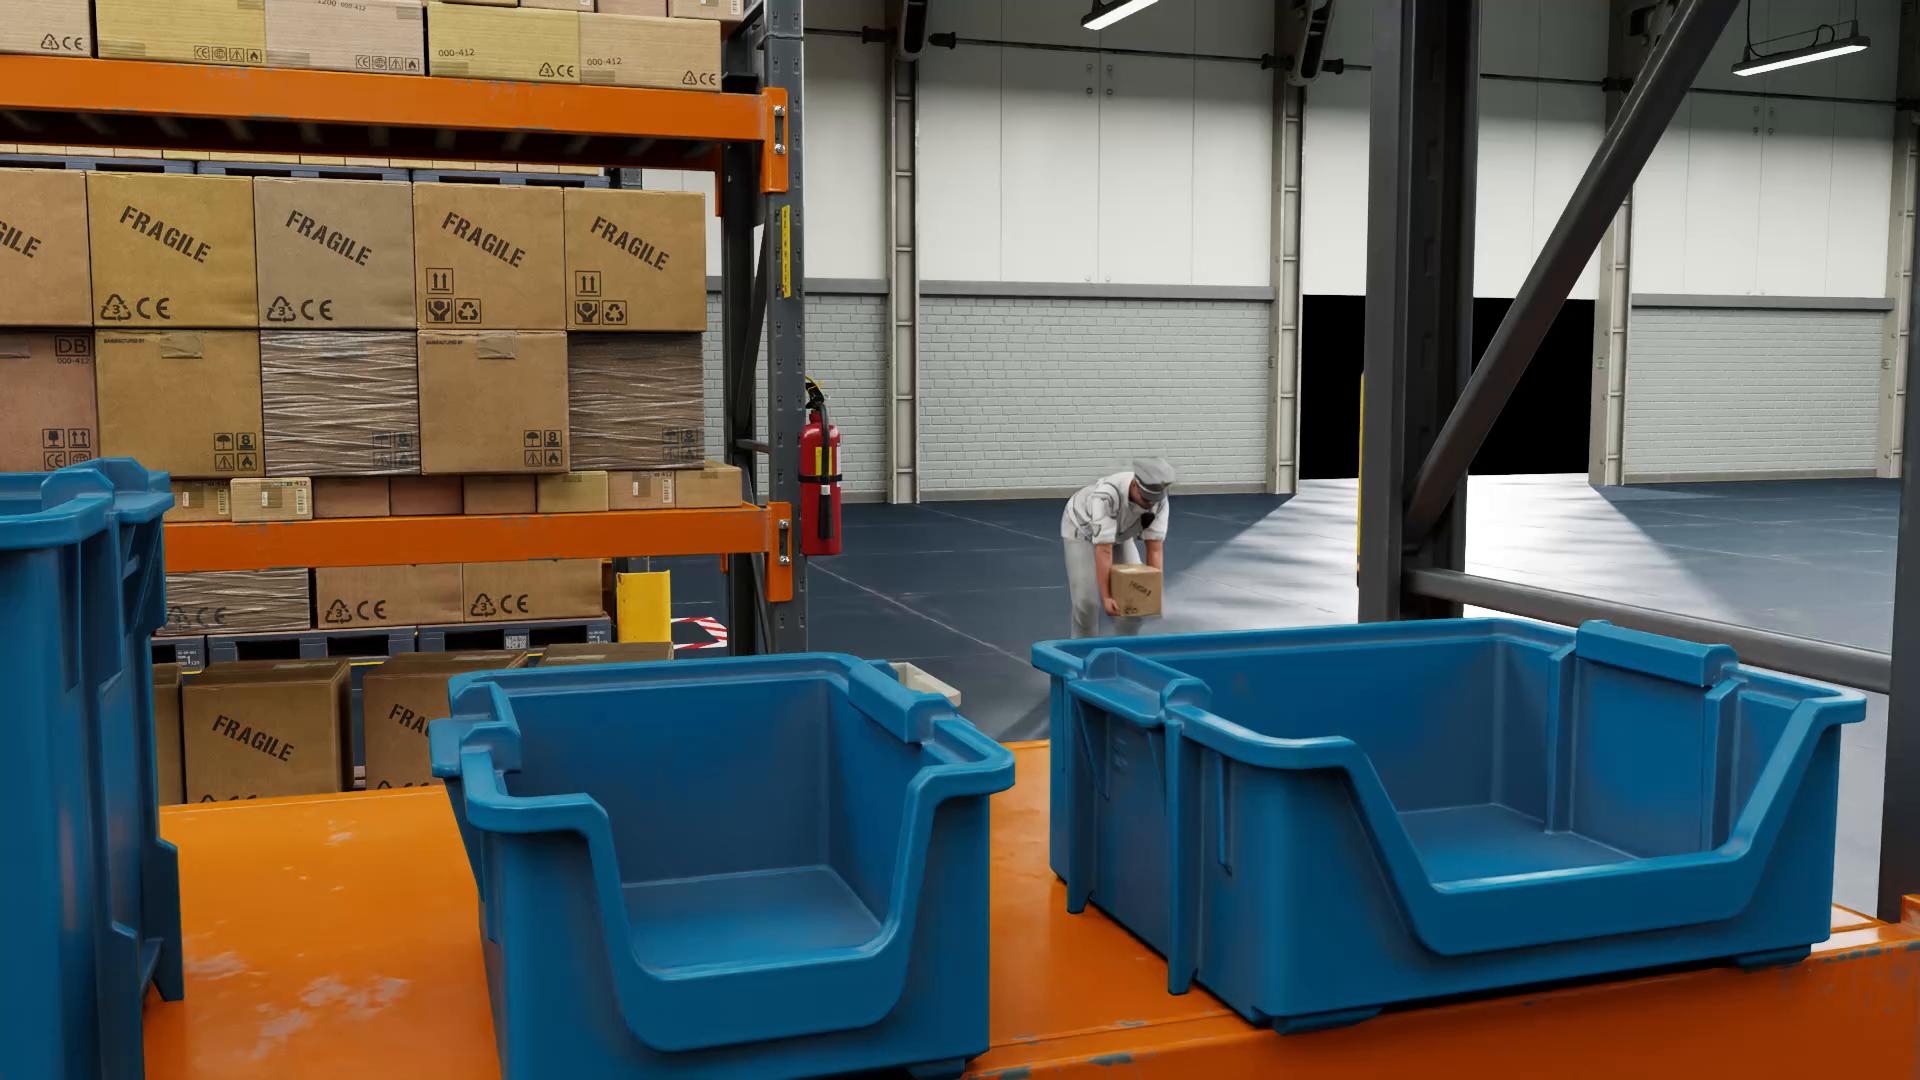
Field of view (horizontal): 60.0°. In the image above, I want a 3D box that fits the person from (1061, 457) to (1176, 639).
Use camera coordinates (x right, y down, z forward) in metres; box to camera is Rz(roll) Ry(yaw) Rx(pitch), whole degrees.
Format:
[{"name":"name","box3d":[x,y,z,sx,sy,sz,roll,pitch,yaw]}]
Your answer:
[{"name":"person","box3d":[0.927,0.178,9.604,0.487,1.341,0.987,-2,6,-21]}]
